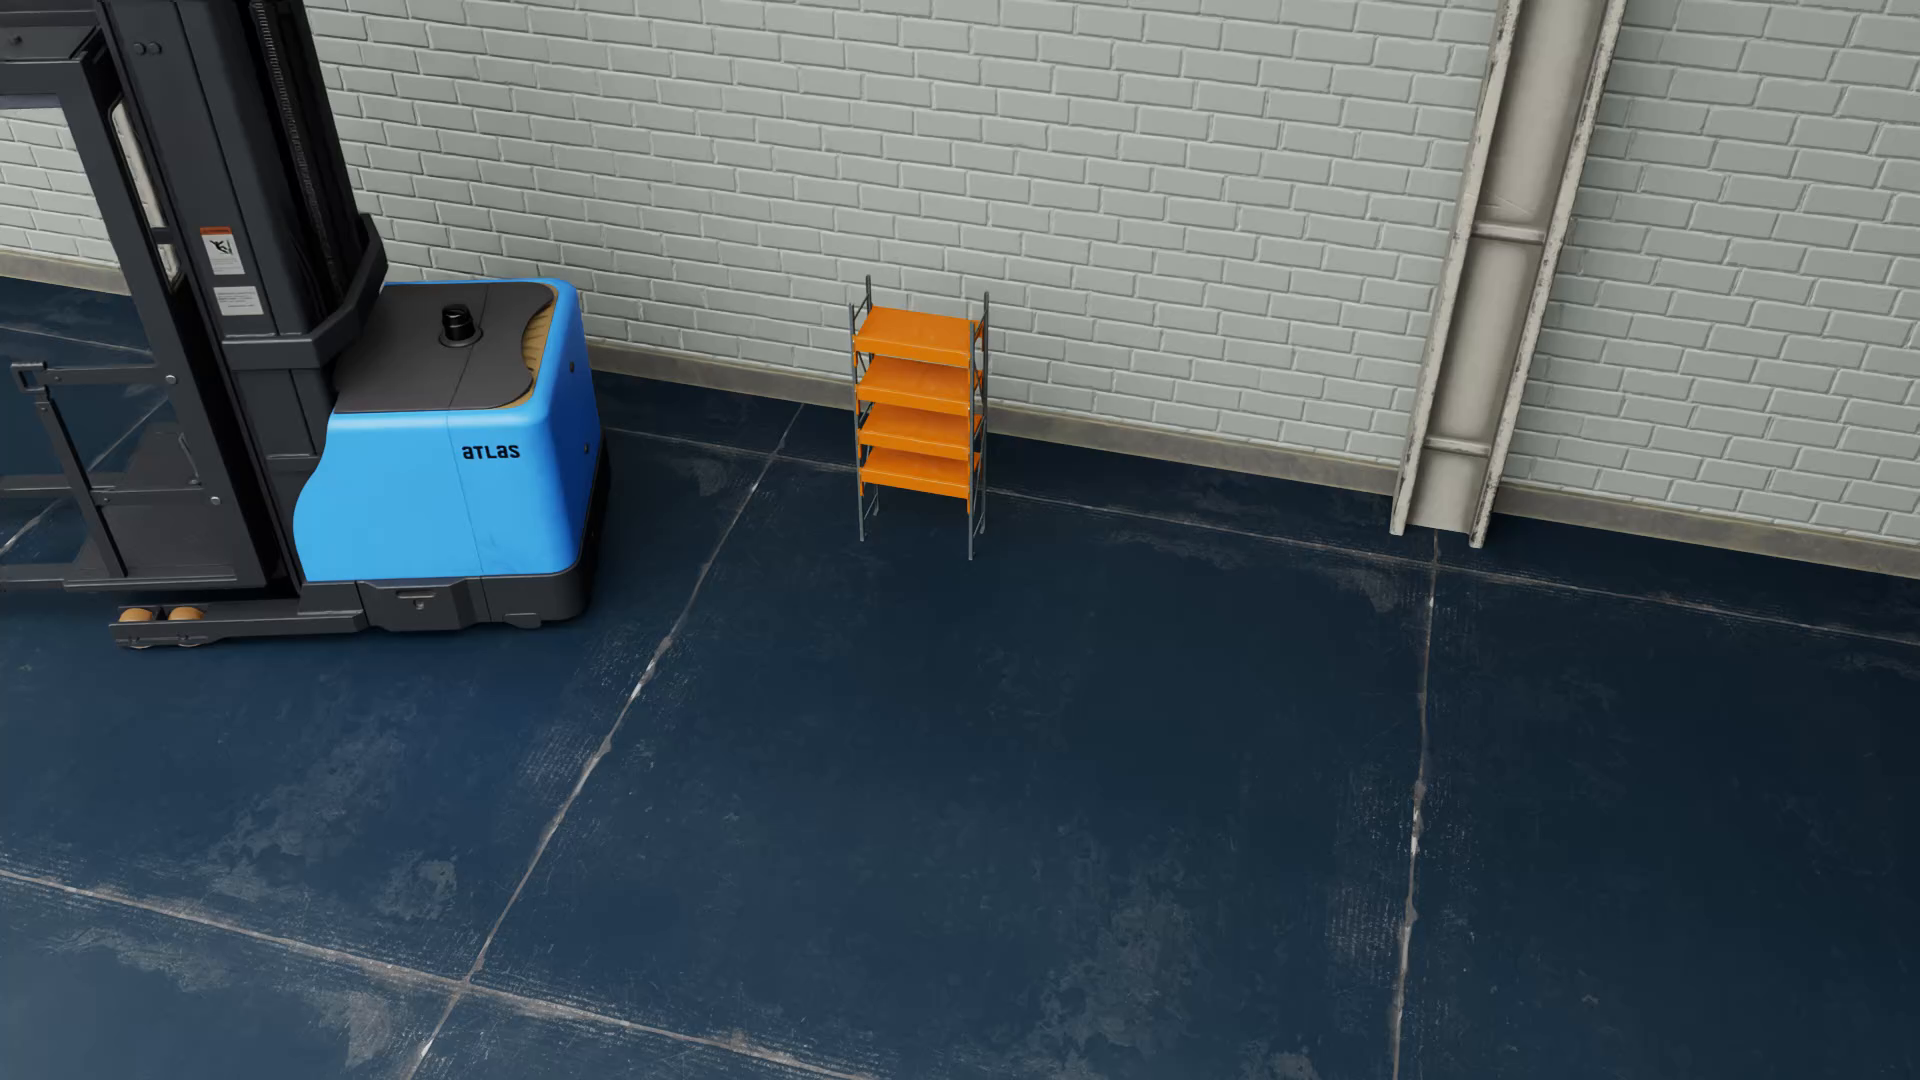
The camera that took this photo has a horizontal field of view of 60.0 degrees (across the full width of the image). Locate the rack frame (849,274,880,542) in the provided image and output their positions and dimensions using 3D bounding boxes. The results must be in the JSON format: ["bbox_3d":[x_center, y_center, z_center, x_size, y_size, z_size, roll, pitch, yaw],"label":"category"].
[{"bbox_3d":[-0.396,-0.528,6.945,0.015,1.200,0.240,10,41,11],"label":"rack frame"}]

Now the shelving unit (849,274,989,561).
[{"bbox_3d":[-0.160,-0.487,6.897,0.503,1.200,0.258,10,41,11],"label":"shelving unit"}]

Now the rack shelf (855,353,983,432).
[{"bbox_3d":[-0.160,-0.607,6.796,0.480,0.148,0.258,10,41,11],"label":"rack shelf"}]

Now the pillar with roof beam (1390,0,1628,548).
[{"bbox_3d":[1.001,-0.862,1.280,0.400,9.000,9.100,10,41,11],"label":"pillar with roof beam"}]

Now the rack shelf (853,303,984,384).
[{"bbox_3d":[-0.160,-0.788,6.644,0.480,0.148,0.258,10,41,11],"label":"rack shelf"}]

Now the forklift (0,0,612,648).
[{"bbox_3d":[-3.059,-1.034,6.202,3.031,2.935,1.130,-2,40,-2],"label":"forklift"}]

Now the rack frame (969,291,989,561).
[{"bbox_3d":[0.076,-0.446,6.849,0.015,1.200,0.240,10,41,11],"label":"rack frame"}]

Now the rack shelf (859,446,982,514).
[{"bbox_3d":[-0.160,-0.283,7.068,0.480,0.148,0.258,10,41,11],"label":"rack shelf"}]

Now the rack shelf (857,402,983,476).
[{"bbox_3d":[-0.160,-0.435,6.940,0.480,0.148,0.258,10,41,11],"label":"rack shelf"}]

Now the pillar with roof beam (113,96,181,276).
[{"bbox_3d":[-4.795,-1.860,2.467,0.400,9.000,9.100,10,41,11],"label":"pillar with roof beam"}]
